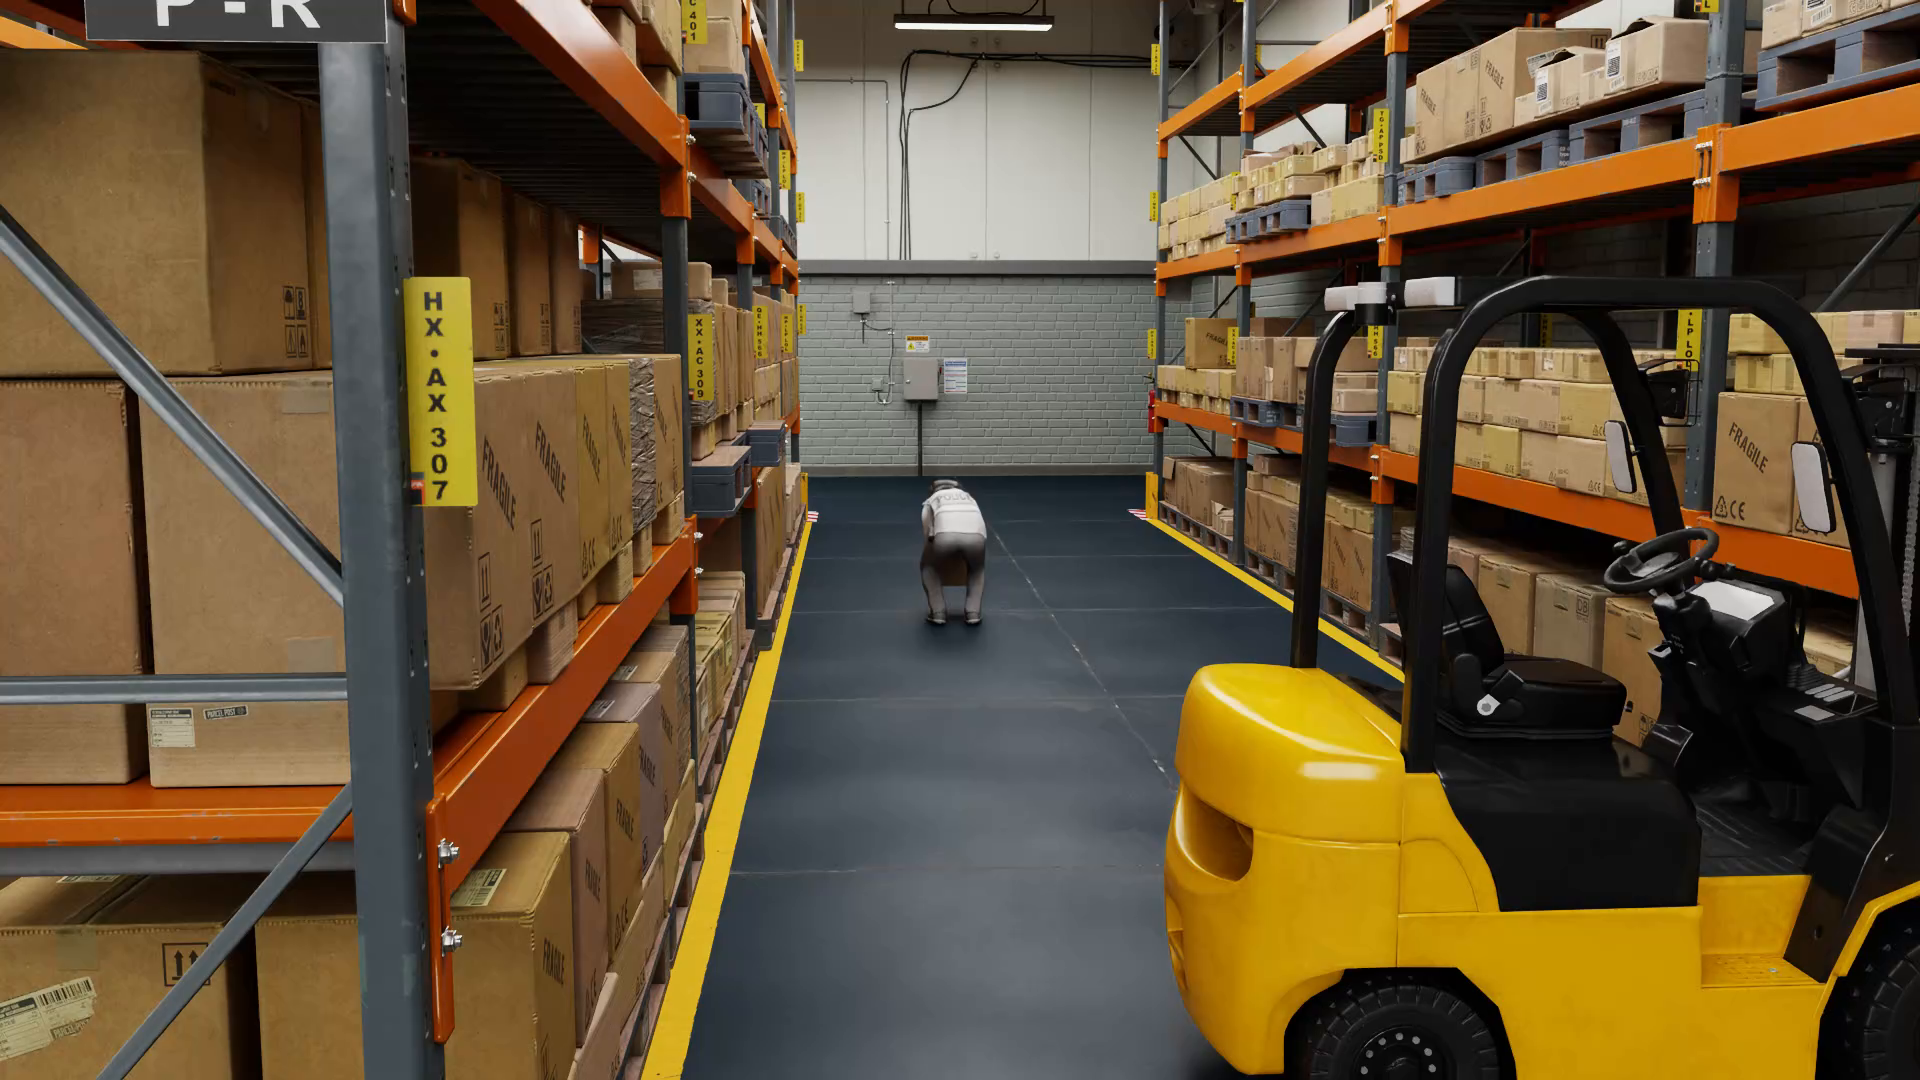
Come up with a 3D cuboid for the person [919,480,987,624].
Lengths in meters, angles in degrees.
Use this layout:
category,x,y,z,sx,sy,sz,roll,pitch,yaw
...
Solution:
category,x,y,z,sx,sy,sz,roll,pitch,yaw
person,-0.055,0.082,11.913,0.471,0.981,0.921,-1,7,-6
